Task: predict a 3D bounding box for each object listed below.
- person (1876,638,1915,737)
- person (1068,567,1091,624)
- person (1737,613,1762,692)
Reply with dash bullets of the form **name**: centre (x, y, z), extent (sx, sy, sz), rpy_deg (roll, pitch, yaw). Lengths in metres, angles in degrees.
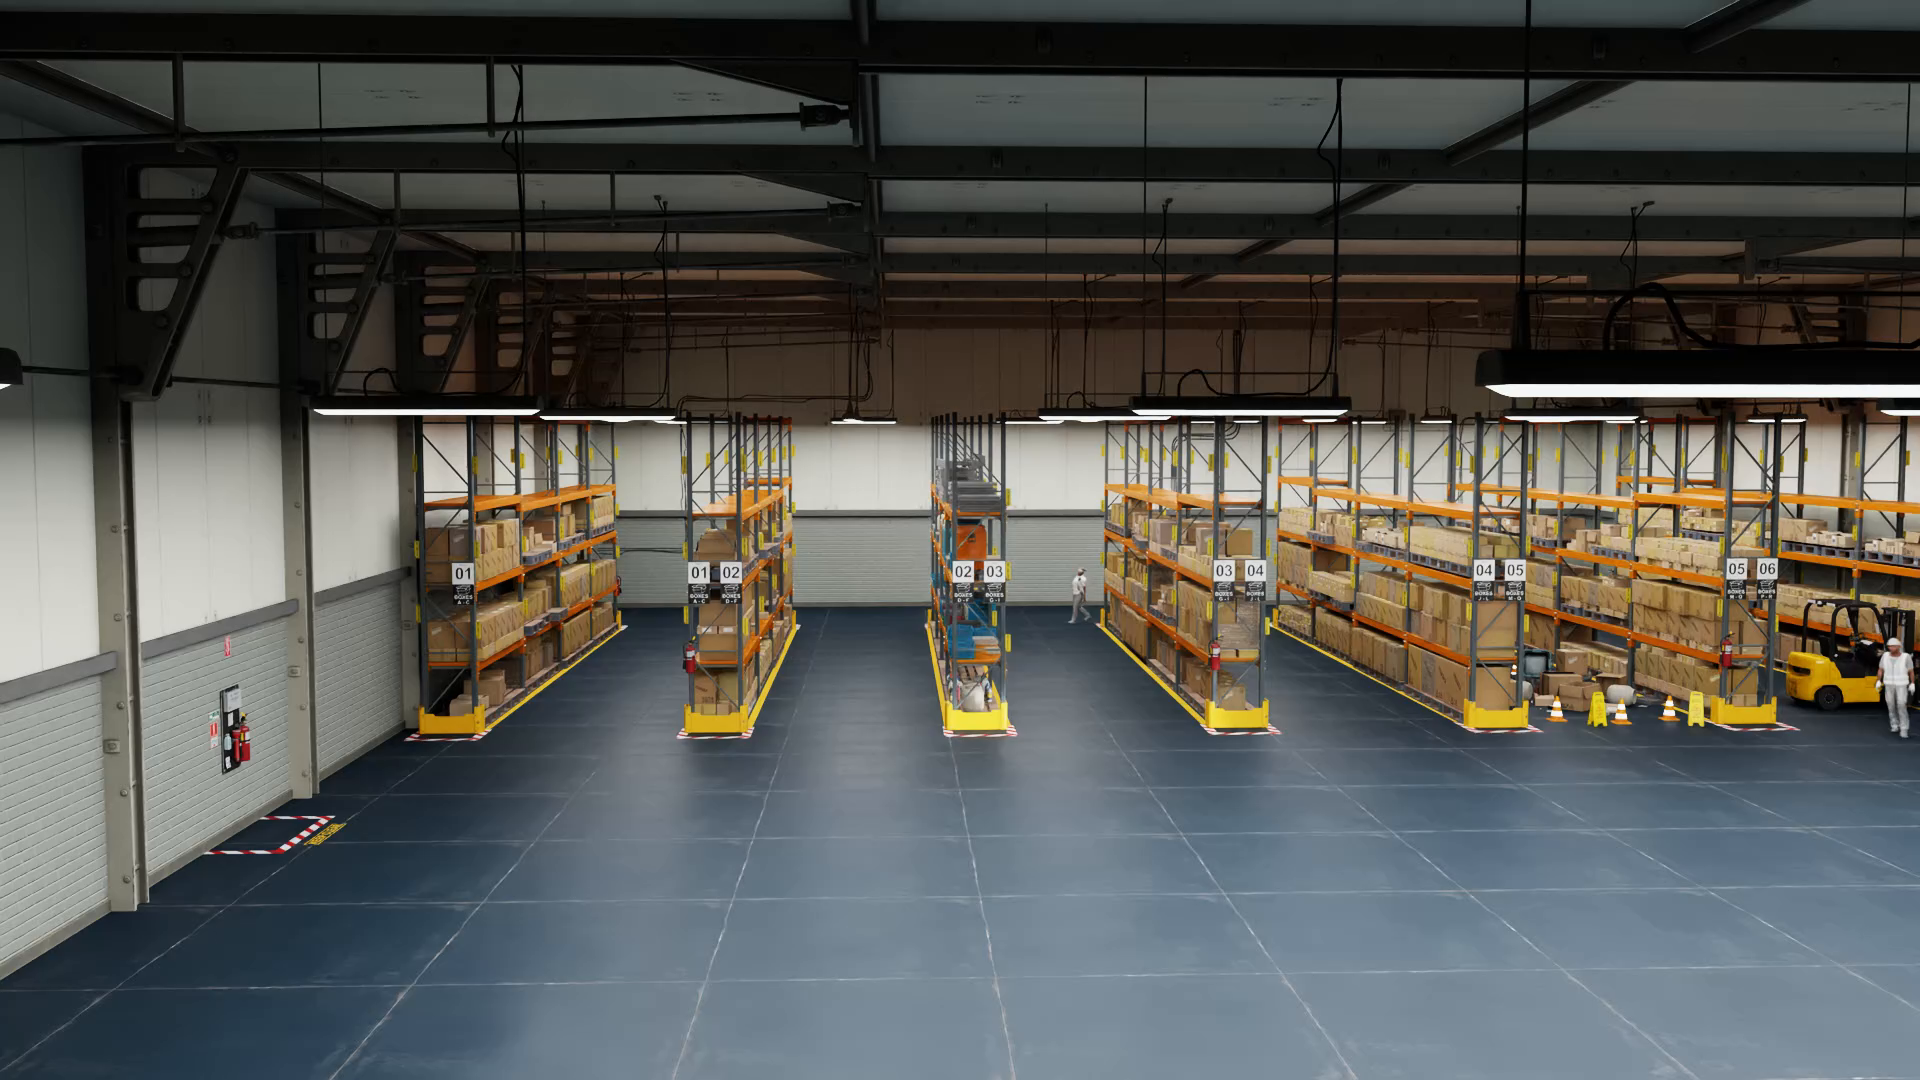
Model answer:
- **person**: centre (17.434, 2.723, 30.996), extent (0.676, 1.787, 0.645), rpy_deg (-4, 5, -43)
- **person**: centre (3.488, 1.596, 48.426), extent (0.843, 1.644, 0.449), rpy_deg (-2, 4, -28)
- **person**: centre (17.196, 2.428, 36.209), extent (0.625, 1.676, 0.788), rpy_deg (0, 4, -3)
